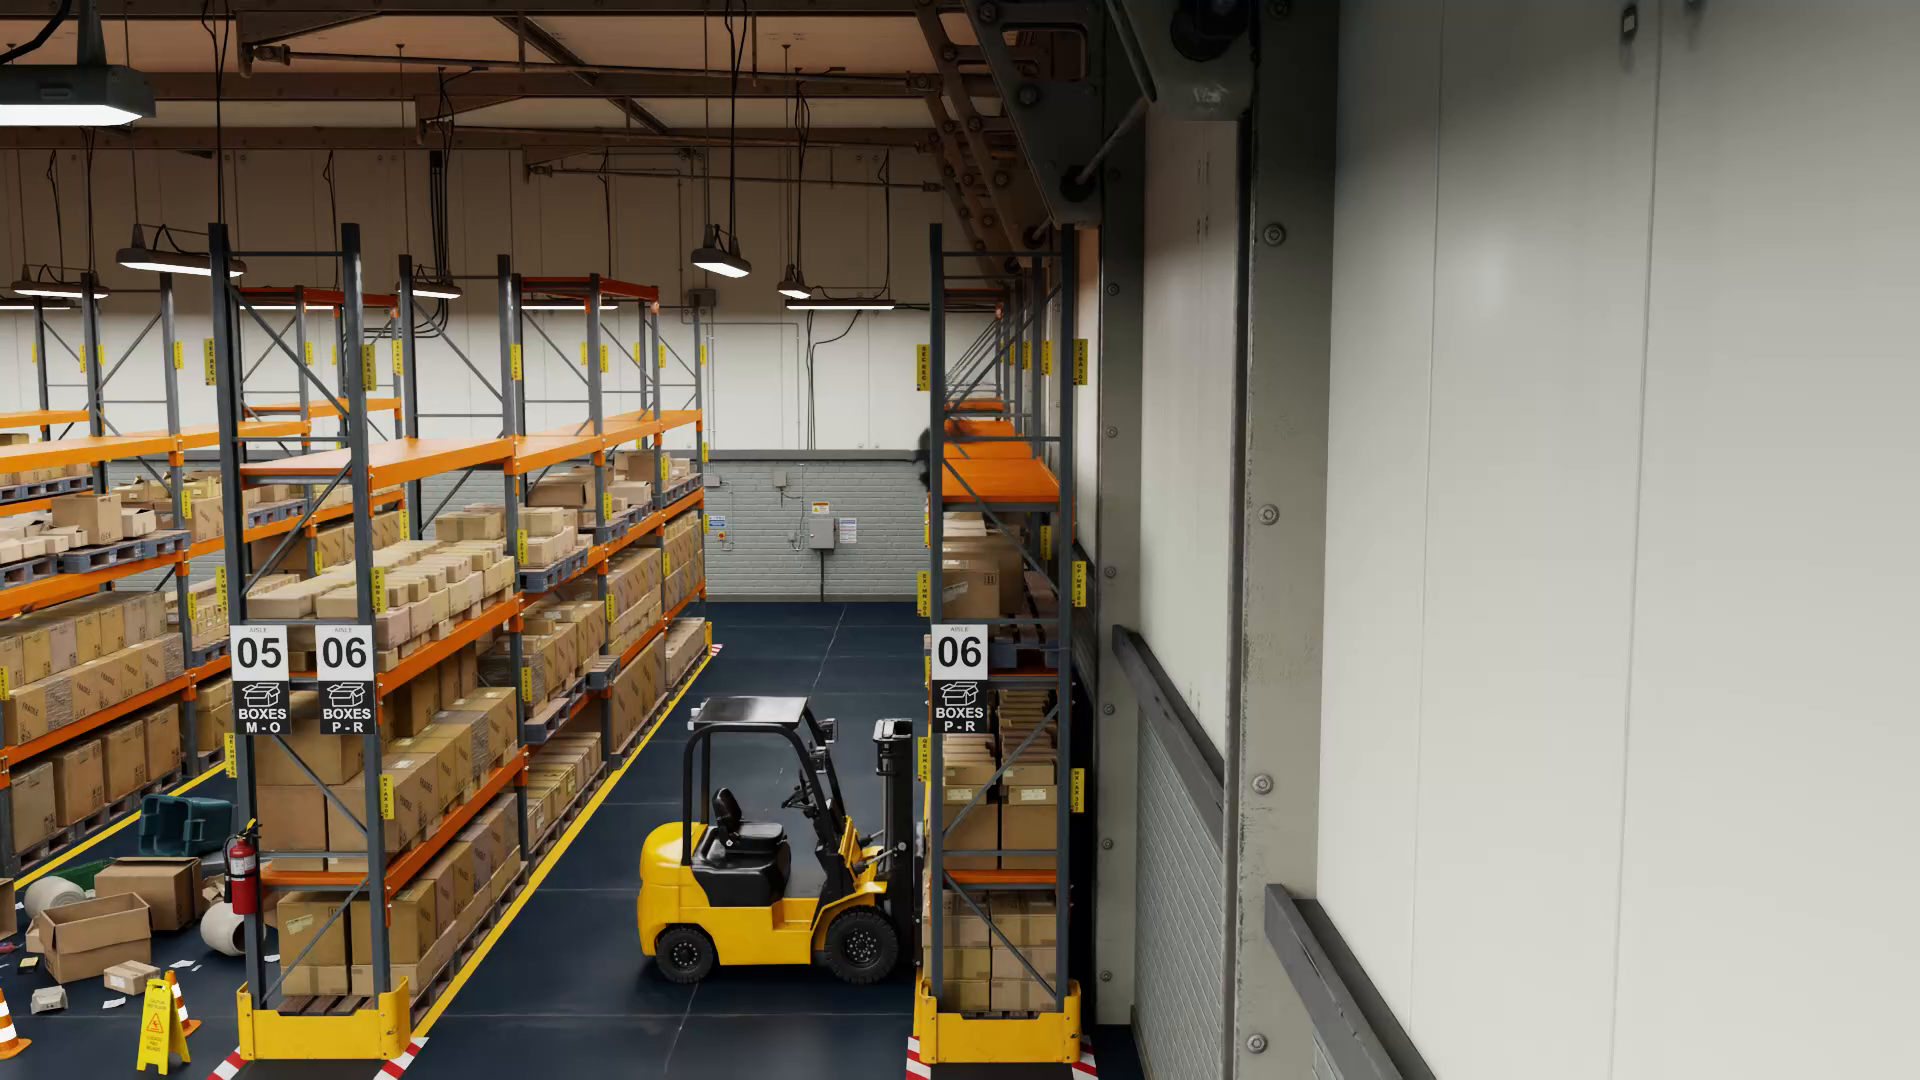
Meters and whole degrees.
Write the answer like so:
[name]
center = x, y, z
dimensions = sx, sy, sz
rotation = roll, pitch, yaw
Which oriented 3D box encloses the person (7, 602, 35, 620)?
[person]
center = -12.770, 1.613, 22.824
dimensions = 0.701, 1.764, 0.972
rotation = -1, 7, -9
